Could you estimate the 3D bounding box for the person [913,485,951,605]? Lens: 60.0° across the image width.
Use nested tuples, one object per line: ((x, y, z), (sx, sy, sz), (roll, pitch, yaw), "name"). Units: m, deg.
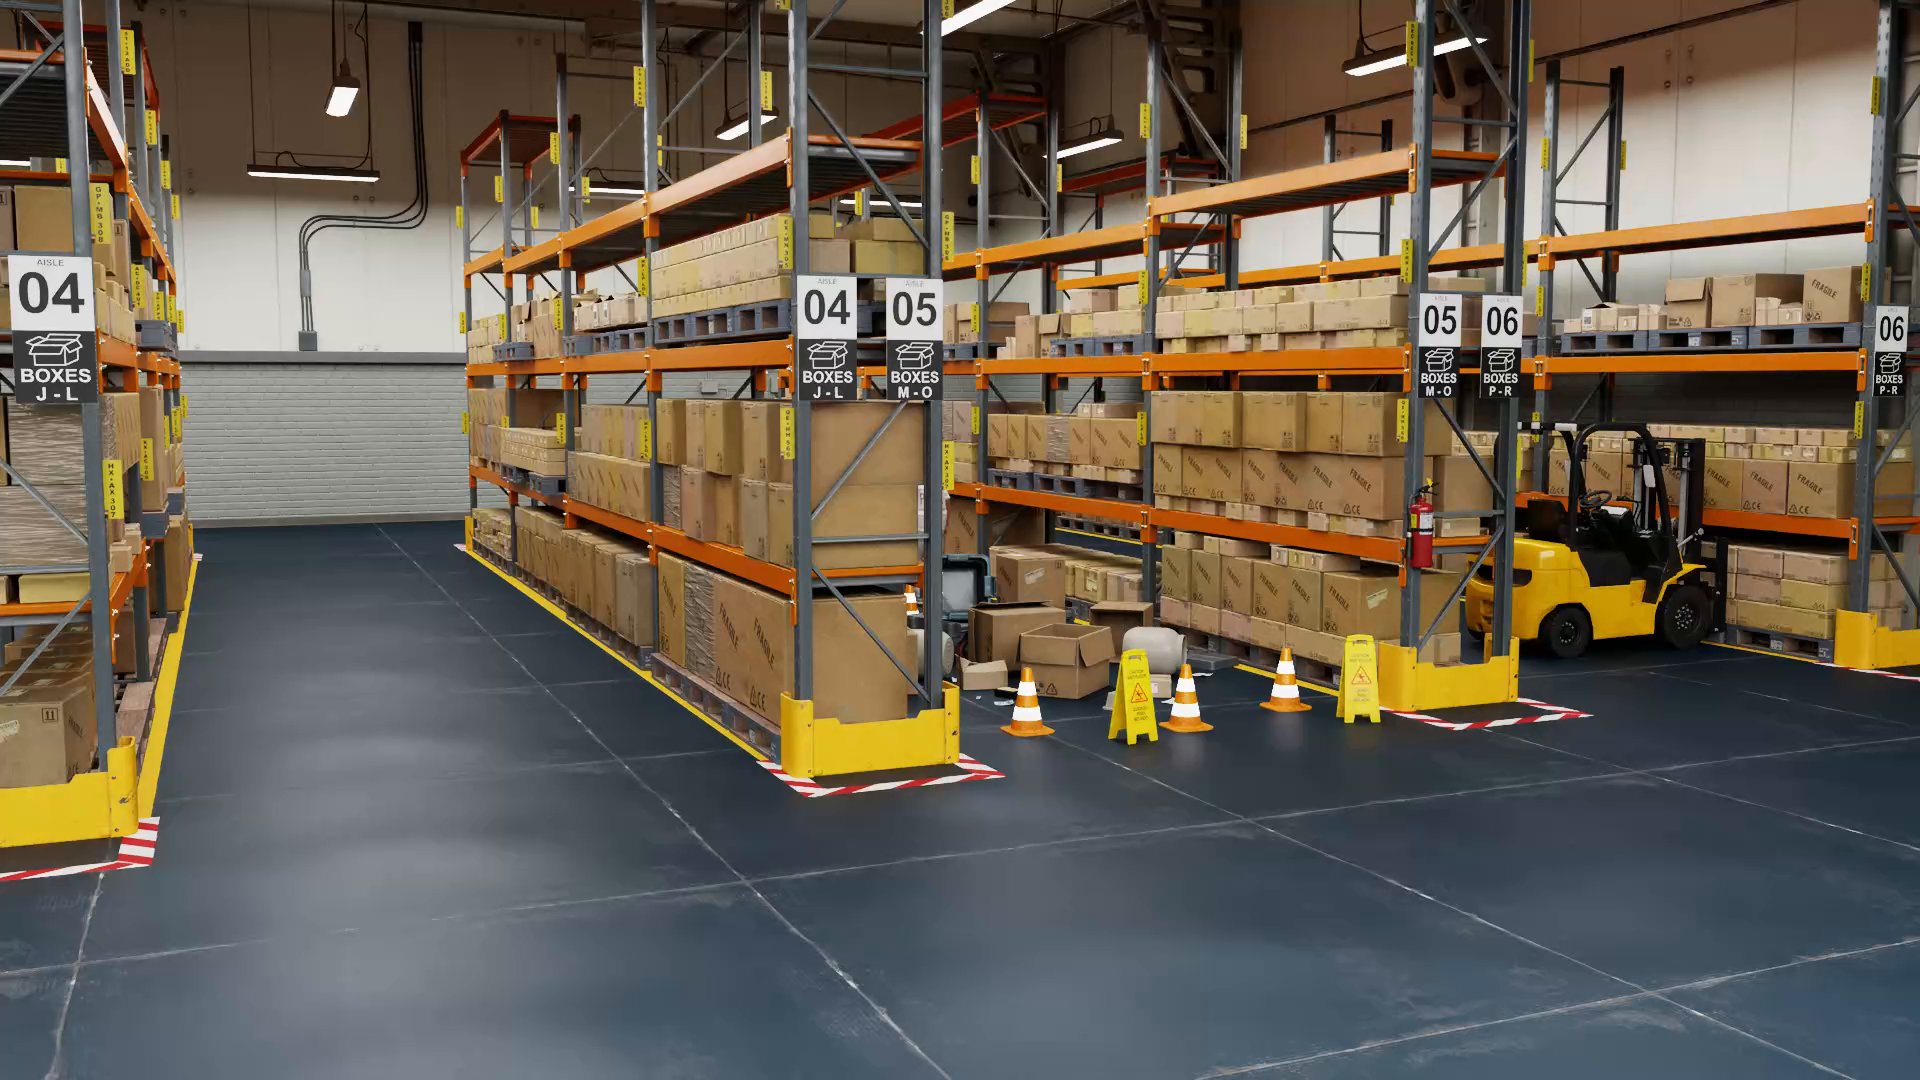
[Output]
((-0.382, -0.137, 19.019), (0.585, 1.748, 0.433), (-2, 6, -24), "person")
